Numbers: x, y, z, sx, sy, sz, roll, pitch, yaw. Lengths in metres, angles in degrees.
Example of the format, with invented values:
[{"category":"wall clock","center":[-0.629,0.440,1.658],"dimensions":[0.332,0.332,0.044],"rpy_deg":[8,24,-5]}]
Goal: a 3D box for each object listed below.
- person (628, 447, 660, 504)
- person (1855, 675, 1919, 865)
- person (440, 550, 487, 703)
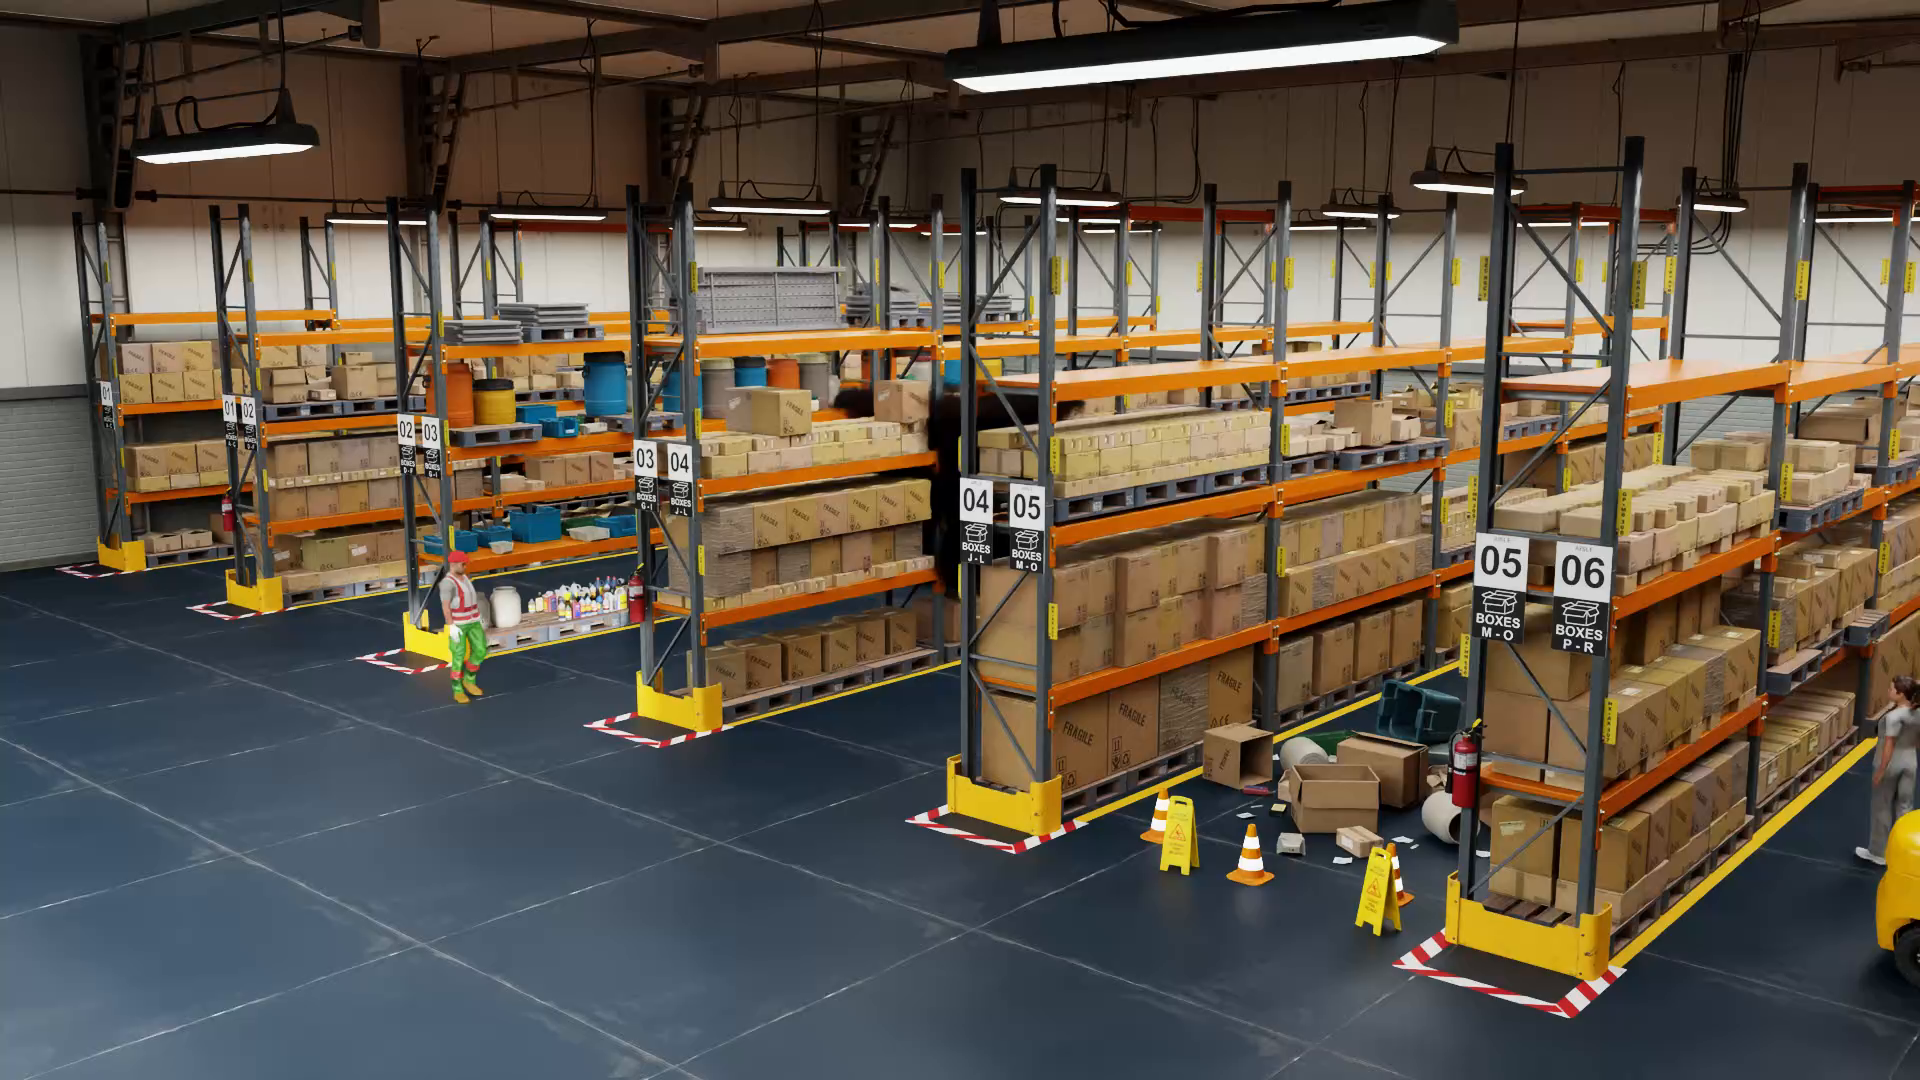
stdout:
[{"category":"person","center":[-6.654,-1.383,34.558],"dimensions":[0.561,1.628,0.880],"rpy_deg":[5,11,30]},{"category":"person","center":[8.087,1.987,14.344],"dimensions":[0.466,1.672,0.451],"rpy_deg":[-1,9,-3]},{"category":"person","center":[-5.911,1.011,19.812],"dimensions":[0.460,1.803,0.663],"rpy_deg":[6,11,30]}]
